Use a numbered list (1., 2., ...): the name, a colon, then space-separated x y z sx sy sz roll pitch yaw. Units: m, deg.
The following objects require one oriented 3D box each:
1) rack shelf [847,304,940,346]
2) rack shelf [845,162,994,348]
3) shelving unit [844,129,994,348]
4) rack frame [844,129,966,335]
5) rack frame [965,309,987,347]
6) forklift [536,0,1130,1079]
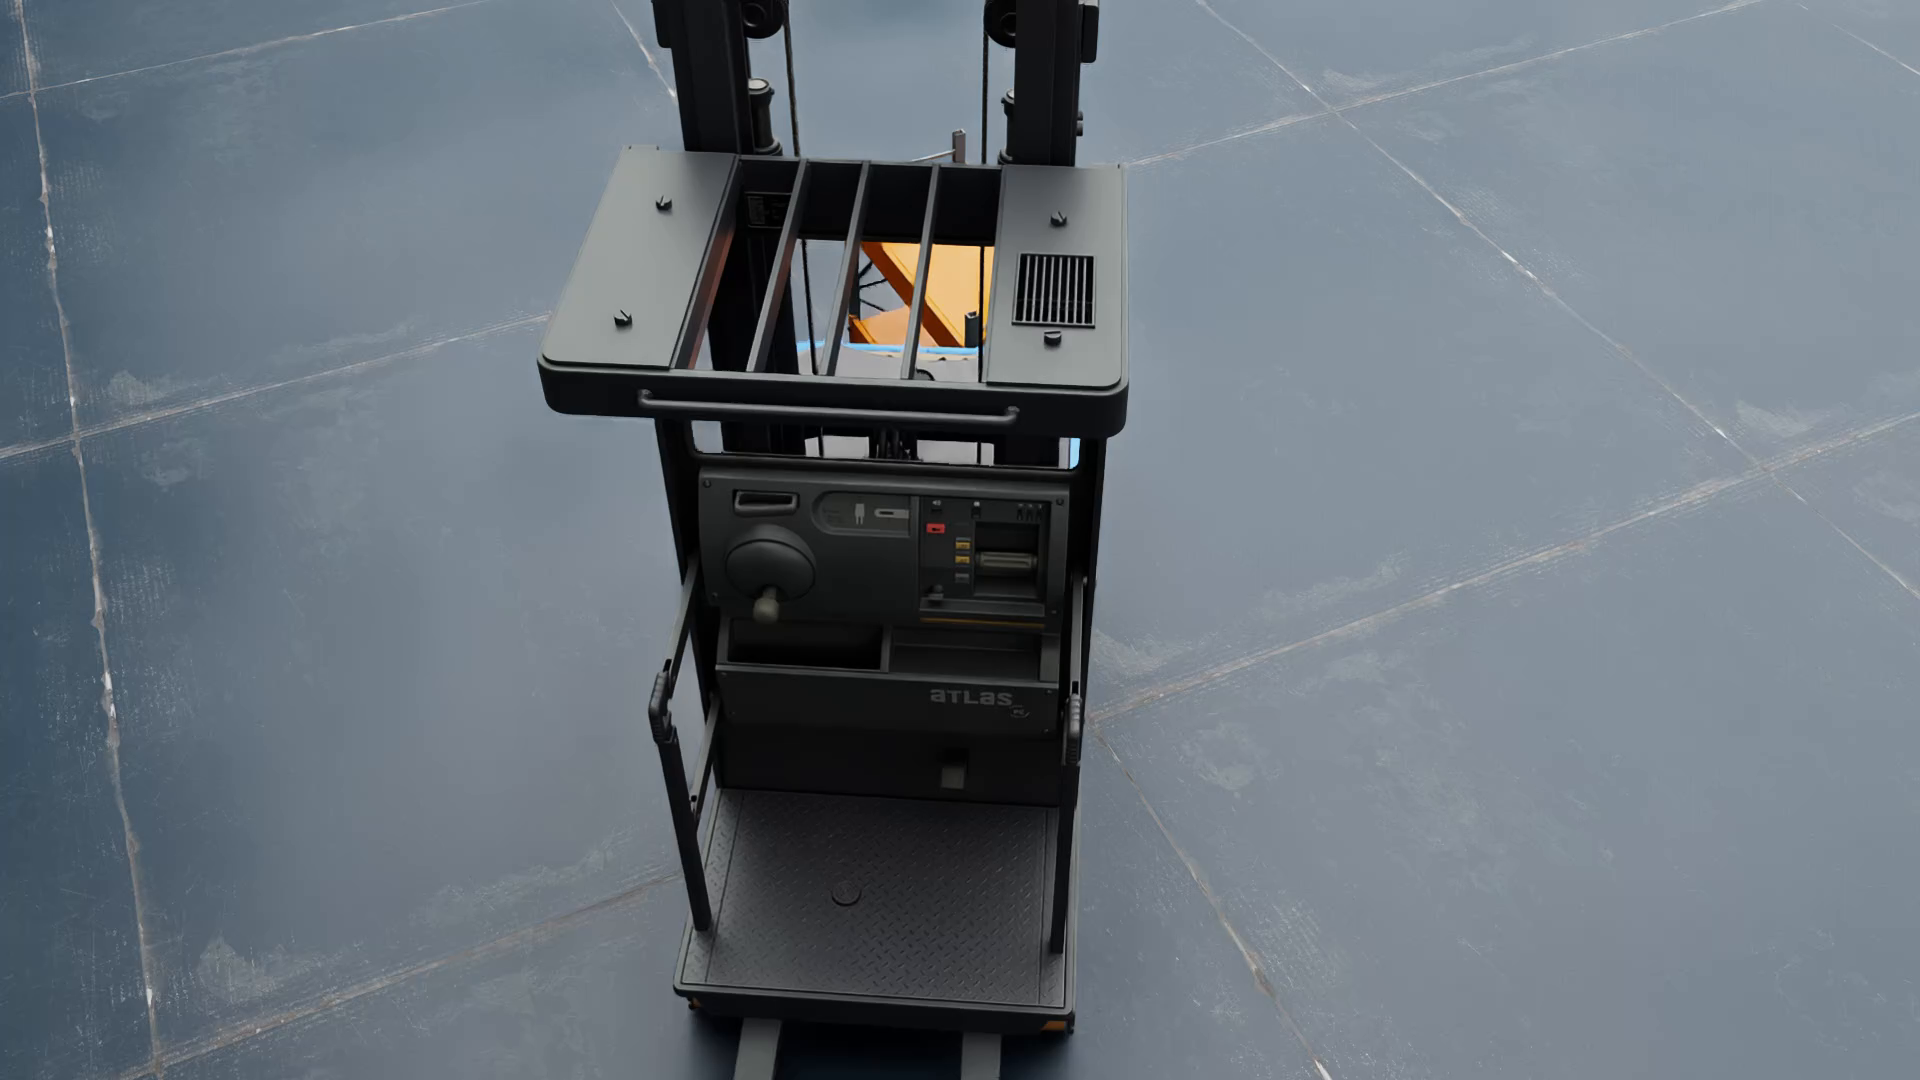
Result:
1. rack shelf: 0.019 -0.553 6.358 0.538 0.278 1.000 -19 48 -19
2. rack shelf: 0.019 -0.935 5.980 0.538 0.278 1.000 -19 48 -19
3. shelving unit: 0.019 -0.727 6.186 0.538 1.125 1.048 -19 48 -19
4. rack frame: -0.209 -1.046 6.509 0.500 1.125 0.032 -19 48 -19
5. rack frame: 0.246 -0.408 5.862 0.500 1.125 0.032 -19 48 -19
6. forklift: -0.207 0.123 4.039 1.130 2.935 3.031 3 45 3
